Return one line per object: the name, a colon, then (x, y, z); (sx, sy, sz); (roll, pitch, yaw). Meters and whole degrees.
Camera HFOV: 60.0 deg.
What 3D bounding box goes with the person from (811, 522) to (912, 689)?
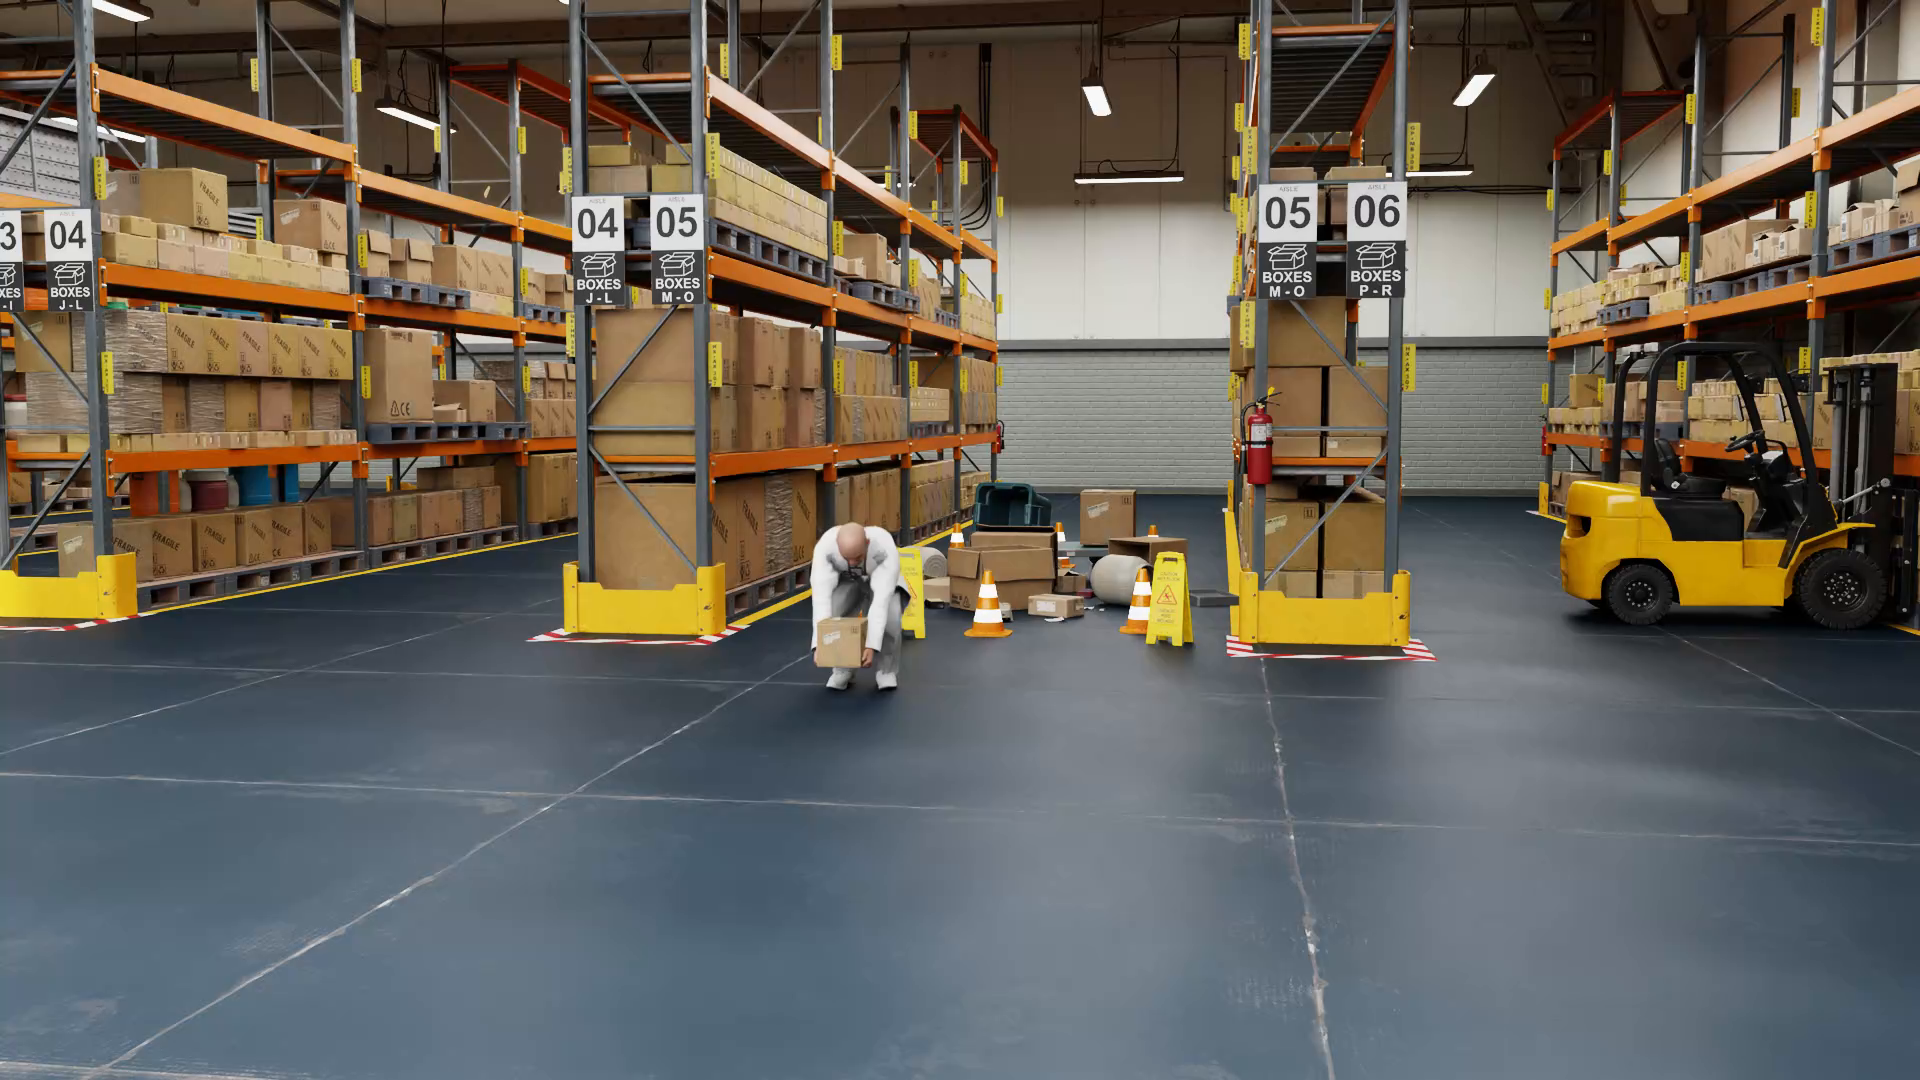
person: (-0.588, 0.376, 9.712); (0.589, 1.010, 0.922); (0, 4, 7)
